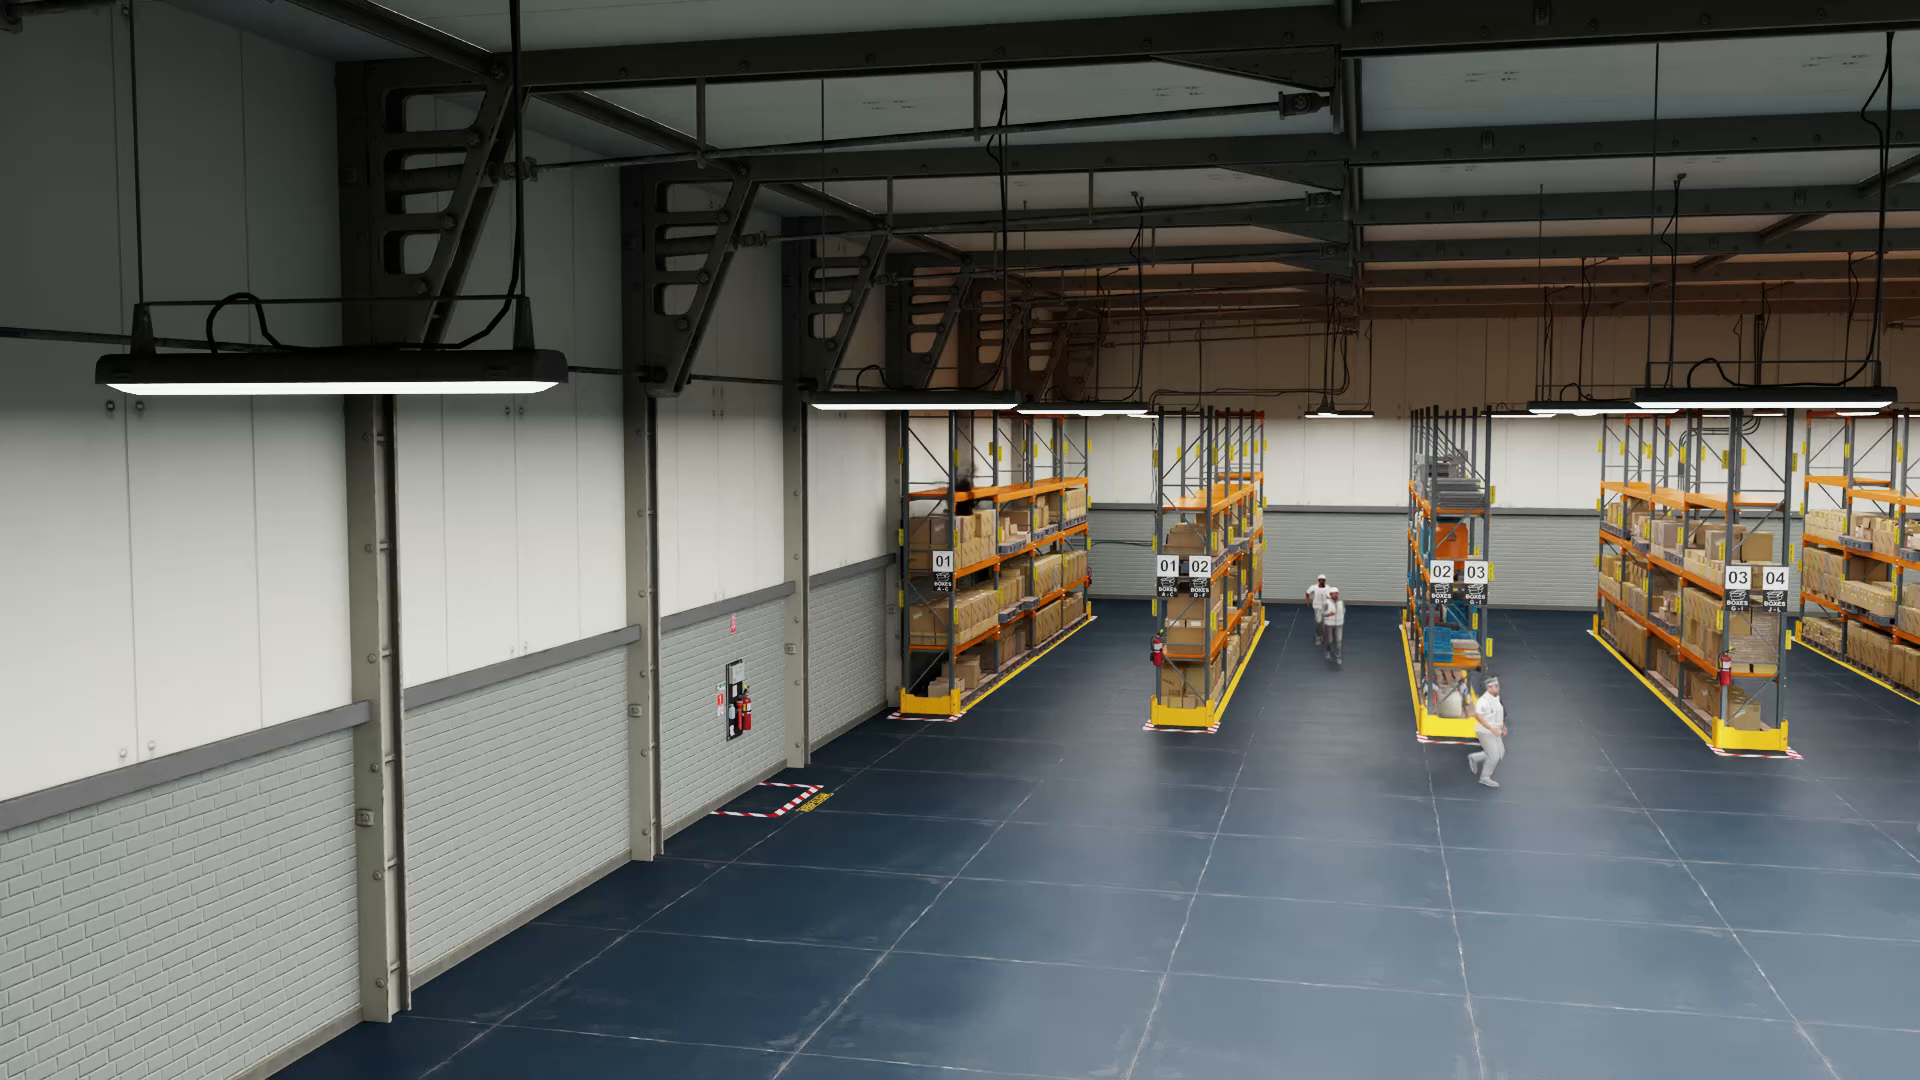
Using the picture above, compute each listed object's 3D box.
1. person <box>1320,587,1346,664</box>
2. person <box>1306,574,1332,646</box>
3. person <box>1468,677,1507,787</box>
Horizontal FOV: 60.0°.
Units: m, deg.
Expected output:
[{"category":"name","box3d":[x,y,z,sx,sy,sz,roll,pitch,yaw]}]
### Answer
[{"category":"person","box3d":[8.808,1.996,39.163,0.661,1.767,0.906,0,4,-2]},{"category":"person","box3d":[9.249,1.785,42.605,0.672,1.831,0.777,0,4,-2]},{"category":"person","box3d":[8.271,2.996,26.180,0.633,1.727,0.645,3,5,40]}]
